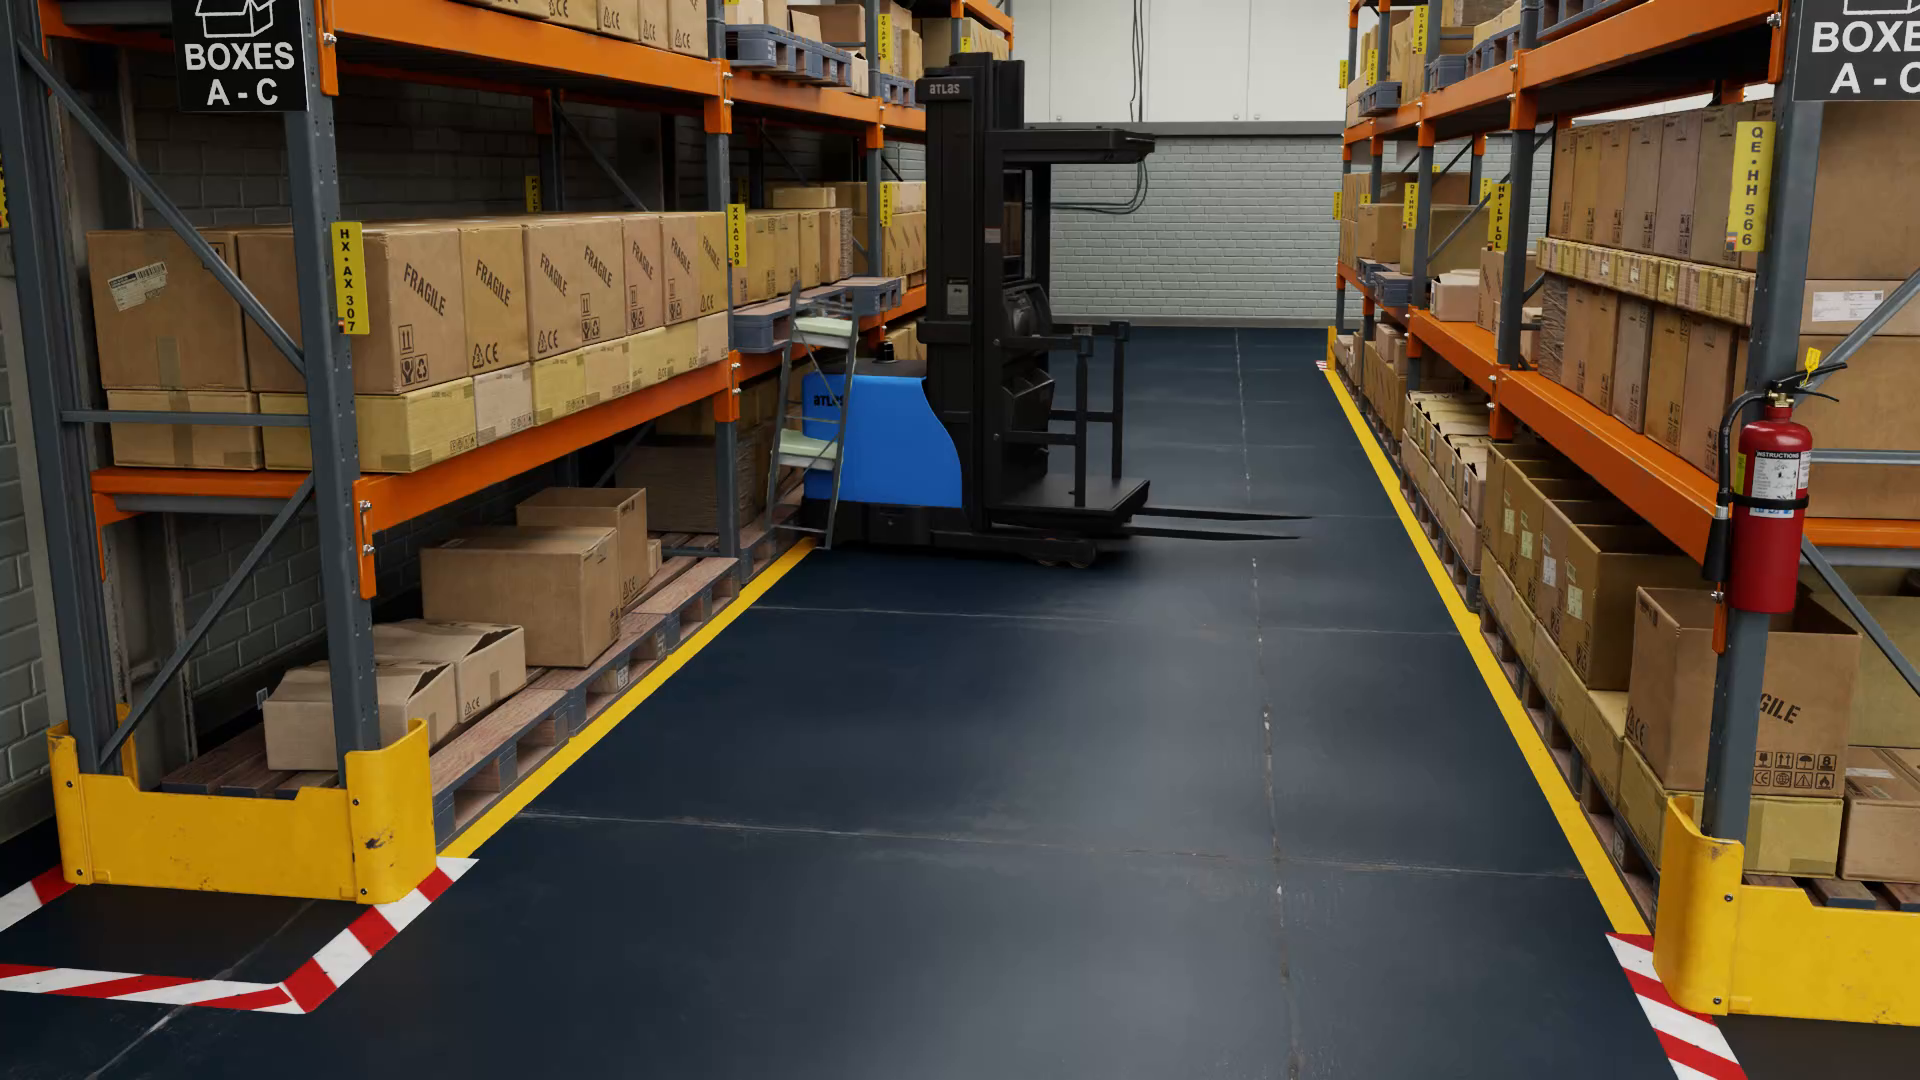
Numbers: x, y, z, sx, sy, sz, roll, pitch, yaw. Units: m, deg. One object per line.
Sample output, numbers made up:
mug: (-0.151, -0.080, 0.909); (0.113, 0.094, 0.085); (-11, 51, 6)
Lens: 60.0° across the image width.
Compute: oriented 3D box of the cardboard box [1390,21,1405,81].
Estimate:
cardboard box: (4.260, -4.368, 15.050); (0.600, 0.600, 0.600); (1, 12, 3)

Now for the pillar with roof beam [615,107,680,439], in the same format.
pillar with roof beam: (2.099, -4.579, 10.379); (9.100, 9.000, 0.400); (2, 12, 9)

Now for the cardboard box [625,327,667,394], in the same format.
cardboard box: (-1.636, -0.815, 7.463); (0.500, 0.250, 0.500); (2, 12, 8)

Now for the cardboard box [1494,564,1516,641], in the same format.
cardboard box: (2.727, 0.294, 7.540); (0.500, 0.250, 0.500); (2, 12, 9)

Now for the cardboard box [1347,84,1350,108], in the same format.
cardboard box: (4.689, -5.073, 18.960); (0.500, 0.250, 0.500); (2, 12, 9)

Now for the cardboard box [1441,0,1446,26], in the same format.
cardboard box: (4.025, -4.175, 13.017); (0.500, 0.500, 0.500); (2, 12, 9)

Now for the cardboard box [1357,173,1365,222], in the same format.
cardboard box: (4.309, -3.459, 16.813); (0.500, 0.500, 0.500); (2, 12, 8)

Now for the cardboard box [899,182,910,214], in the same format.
cardboard box: (-0.694, -2.797, 13.580); (0.500, 0.250, 0.500); (2, 12, 8)

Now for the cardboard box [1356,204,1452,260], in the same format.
cardboard box: (4.117, -2.864, 15.428); (0.700, 0.500, 0.500); (-2, 12, -10)

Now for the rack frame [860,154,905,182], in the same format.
rack frame: (-0.485, -2.861, 16.648); (1.000, 3.000, 0.127); (2, 12, 9)

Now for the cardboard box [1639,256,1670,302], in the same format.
cardboard box: (2.633, -0.924, 5.885); (0.380, 0.149, 0.250); (2, 12, 10)

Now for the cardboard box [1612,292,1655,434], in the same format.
cardboard box: (2.885, -0.671, 6.250); (0.700, 0.500, 0.500); (2, 12, 10)

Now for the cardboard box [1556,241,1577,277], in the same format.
cardboard box: (2.871, -1.246, 7.378); (0.380, 0.149, 0.250); (2, 12, 7)

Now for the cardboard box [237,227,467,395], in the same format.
cardboard box: (-1.960, -0.755, 5.407); (0.500, 0.500, 0.500); (2, 12, 9)

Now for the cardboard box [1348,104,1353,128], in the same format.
cardboard box: (4.606, -4.724, 18.531); (0.500, 0.250, 0.500); (2, 12, 9)

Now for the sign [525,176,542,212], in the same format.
sign: (-2.264, -1.779, 8.878); (0.100, 0.325, 0.005); (2, 12, 9)

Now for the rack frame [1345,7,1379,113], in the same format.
rack frame: (5.026, -6.466, 19.138); (1.000, 3.000, 0.127); (2, 12, 9)

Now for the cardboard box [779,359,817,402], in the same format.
cardboard box: (-1.309, -1.120, 11.678); (0.500, 0.250, 0.500); (2, 12, 10)

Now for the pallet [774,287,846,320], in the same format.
pallet: (-1.364, -1.521, 10.886); (1.003, 0.211, 1.213); (2, 12, 9)

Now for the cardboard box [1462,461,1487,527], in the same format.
cardboard box: (2.959, -0.265, 8.800); (0.500, 0.311, 0.500); (2, 12, 9)

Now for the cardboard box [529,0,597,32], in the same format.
cardboard box: (-1.777, -2.280, 6.550); (0.500, 0.500, 0.500); (3, 12, 12)

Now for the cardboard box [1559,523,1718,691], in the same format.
cardboard box: (2.493, 0.239, 6.013); (0.500, 0.500, 0.500); (2, 12, 9)

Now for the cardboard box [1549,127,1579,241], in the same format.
cardboard box: (3.118, -1.626, 7.603); (0.700, 0.500, 0.500); (2, 12, 9)

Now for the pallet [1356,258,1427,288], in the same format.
pallet: (4.180, -2.444, 15.171); (1.003, 0.211, 1.213); (2, 12, 9)

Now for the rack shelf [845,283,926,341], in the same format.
rack shelf: (-0.792, -2.093, 14.792); (1.077, 0.370, 4.000); (2, 12, 9)

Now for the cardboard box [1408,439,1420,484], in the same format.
cardboard box: (3.348, -0.525, 11.341); (0.500, 0.250, 0.500); (2, 12, 7)

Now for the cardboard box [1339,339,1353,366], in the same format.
cardboard box: (4.508, -2.092, 18.565); (0.500, 0.250, 0.500); (2, 12, 9)

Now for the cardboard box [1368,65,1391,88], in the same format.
cardboard box: (4.217, -4.448, 16.064); (0.500, 0.250, 0.500); (2, 12, 9)

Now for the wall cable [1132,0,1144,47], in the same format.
wall cable: (4.026, -8.655, 24.677); (3.097, 2.526, 0.112); (2, 12, 9)

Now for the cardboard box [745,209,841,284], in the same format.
cardboard box: (-1.222, -2.077, 11.728); (0.700, 0.500, 0.500); (1, 12, 3)

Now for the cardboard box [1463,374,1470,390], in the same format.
cardboard box: (4.223, -1.056, 13.163); (0.500, 0.500, 0.500); (1, 12, 7)

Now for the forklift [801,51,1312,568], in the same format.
forklift: (0.596, -1.393, 9.999); (3.031, 2.935, 1.130); (4, 13, 17)

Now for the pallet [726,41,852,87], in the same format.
pallet: (-1.359, -2.911, 10.207); (1.213, 0.211, 1.003); (2, 12, 9)

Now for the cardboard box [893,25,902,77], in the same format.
cardboard box: (-0.891, -4.191, 14.420); (0.700, 0.500, 0.500); (2, 12, 9)

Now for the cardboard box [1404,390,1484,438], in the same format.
cardboard box: (3.425, -0.904, 11.768); (0.500, 0.311, 0.500); (2, 12, 11)

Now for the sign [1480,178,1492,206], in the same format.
sign: (4.959, -3.250, 15.705); (0.100, 0.325, 0.005); (2, 12, 9)

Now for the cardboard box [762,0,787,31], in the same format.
cardboard box: (-1.362, -3.284, 10.257); (0.500, 0.500, 0.500); (1, 12, 7)

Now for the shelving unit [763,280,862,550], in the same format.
shelving unit: (-0.883, -0.767, 9.992); (0.431, 1.500, 0.755); (7, 10, -5)

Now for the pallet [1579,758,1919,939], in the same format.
pallet: (2.641, 0.999, 5.354); (1.003, 0.211, 1.213); (2, 12, 9)

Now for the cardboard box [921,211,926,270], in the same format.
cardboard box: (-0.533, -2.646, 14.659); (0.500, 0.500, 0.500); (2, 12, 10)

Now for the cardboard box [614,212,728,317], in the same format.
cardboard box: (-1.482, -1.390, 8.352); (0.500, 0.500, 0.500); (2, 12, 9)

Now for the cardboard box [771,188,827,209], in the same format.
cardboard box: (-1.158, -2.469, 12.008); (0.380, 0.149, 0.250); (0, 12, -1)

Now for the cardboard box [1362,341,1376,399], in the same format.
cardboard box: (4.095, -1.601, 15.693); (0.500, 0.500, 0.500); (1, 12, 6)

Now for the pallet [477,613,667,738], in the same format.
pallet: (-1.969, 0.563, 7.378); (1.003, 0.211, 1.213); (2, 12, 9)

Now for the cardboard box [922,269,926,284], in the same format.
cardboard box: (-0.496, -2.405, 15.083); (0.380, 0.149, 0.250); (2, 12, 7)

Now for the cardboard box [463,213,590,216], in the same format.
cardboard box: (-2.077, -1.300, 7.933); (0.500, 0.500, 0.500); (2, 12, 8)

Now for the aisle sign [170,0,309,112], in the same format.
aisle sign: (-2.045, -1.609, 4.668); (0.394, 0.787, 0.004); (2, 12, 9)

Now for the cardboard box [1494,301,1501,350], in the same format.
cardboard box: (3.134, -1.159, 9.070); (0.396, 0.266, 0.258); (2, 12, 7)

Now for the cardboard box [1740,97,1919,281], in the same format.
cardboard box: (2.657, -0.994, 4.668); (0.700, 0.500, 0.500); (2, 12, 9)

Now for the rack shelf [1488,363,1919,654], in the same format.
rack shelf: (2.873, -0.268, 6.323); (1.077, 0.370, 4.000); (2, 12, 9)

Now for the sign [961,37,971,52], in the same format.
sign: (0.053, -4.718, 16.172); (0.100, 0.325, 0.005); (2, 12, 9)

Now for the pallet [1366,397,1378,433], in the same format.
pallet: (4.323, -1.167, 15.409); (1.003, 0.211, 1.213); (2, 12, 9)

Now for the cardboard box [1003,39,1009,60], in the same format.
cardboard box: (0.287, -5.546, 19.330); (0.500, 0.500, 0.500); (2, 12, 8)

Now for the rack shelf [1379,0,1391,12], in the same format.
rack shelf: (4.103, -4.670, 13.461); (1.077, 0.370, 4.000); (2, 12, 9)

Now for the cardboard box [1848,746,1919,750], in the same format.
cardboard box: (2.940, 0.727, 5.529); (0.500, 0.250, 0.500); (2, 12, 9)

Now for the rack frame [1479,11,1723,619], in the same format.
rack frame: (3.180, -1.036, 8.179); (1.000, 3.000, 0.127); (2, 12, 9)
